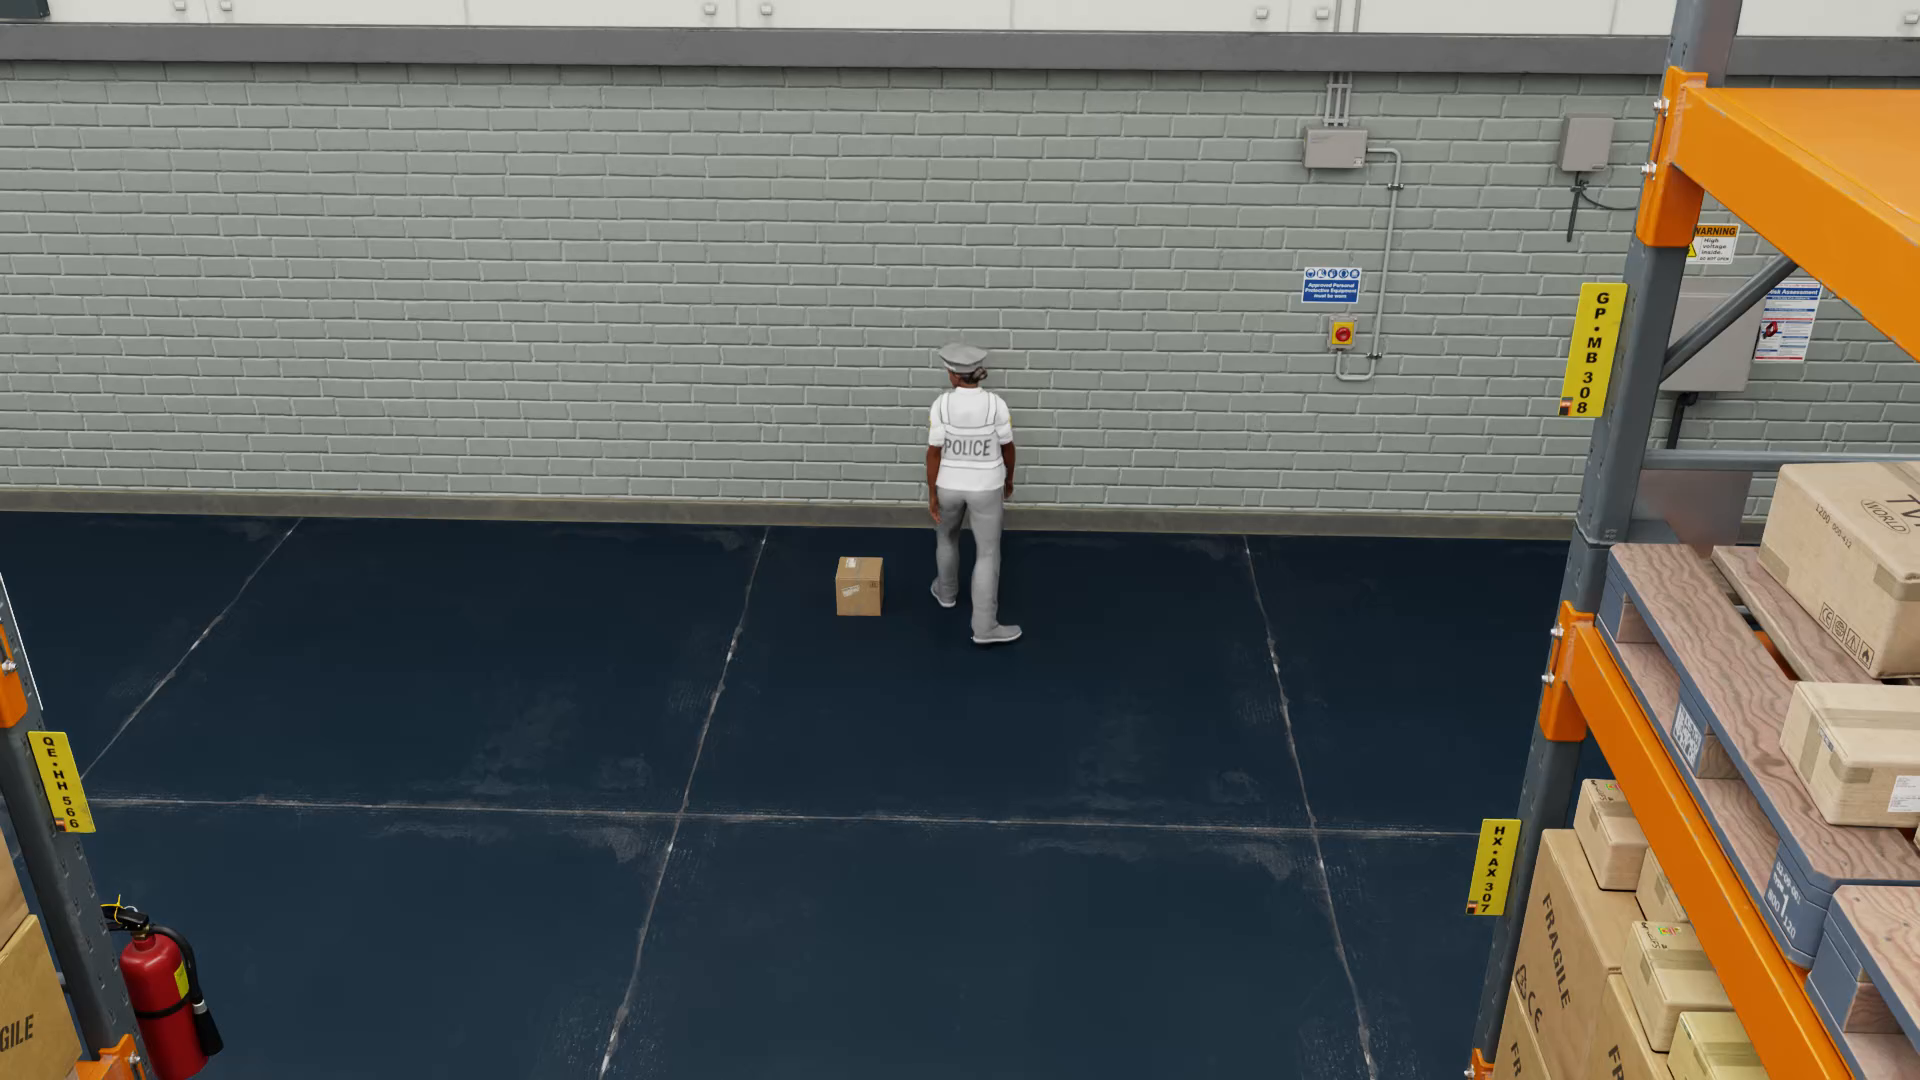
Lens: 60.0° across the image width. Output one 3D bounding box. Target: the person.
[{"bbox_3d":[0.077,-0.278,9.127,0.613,1.636,0.677,5,29,10],"label":"person"}]
